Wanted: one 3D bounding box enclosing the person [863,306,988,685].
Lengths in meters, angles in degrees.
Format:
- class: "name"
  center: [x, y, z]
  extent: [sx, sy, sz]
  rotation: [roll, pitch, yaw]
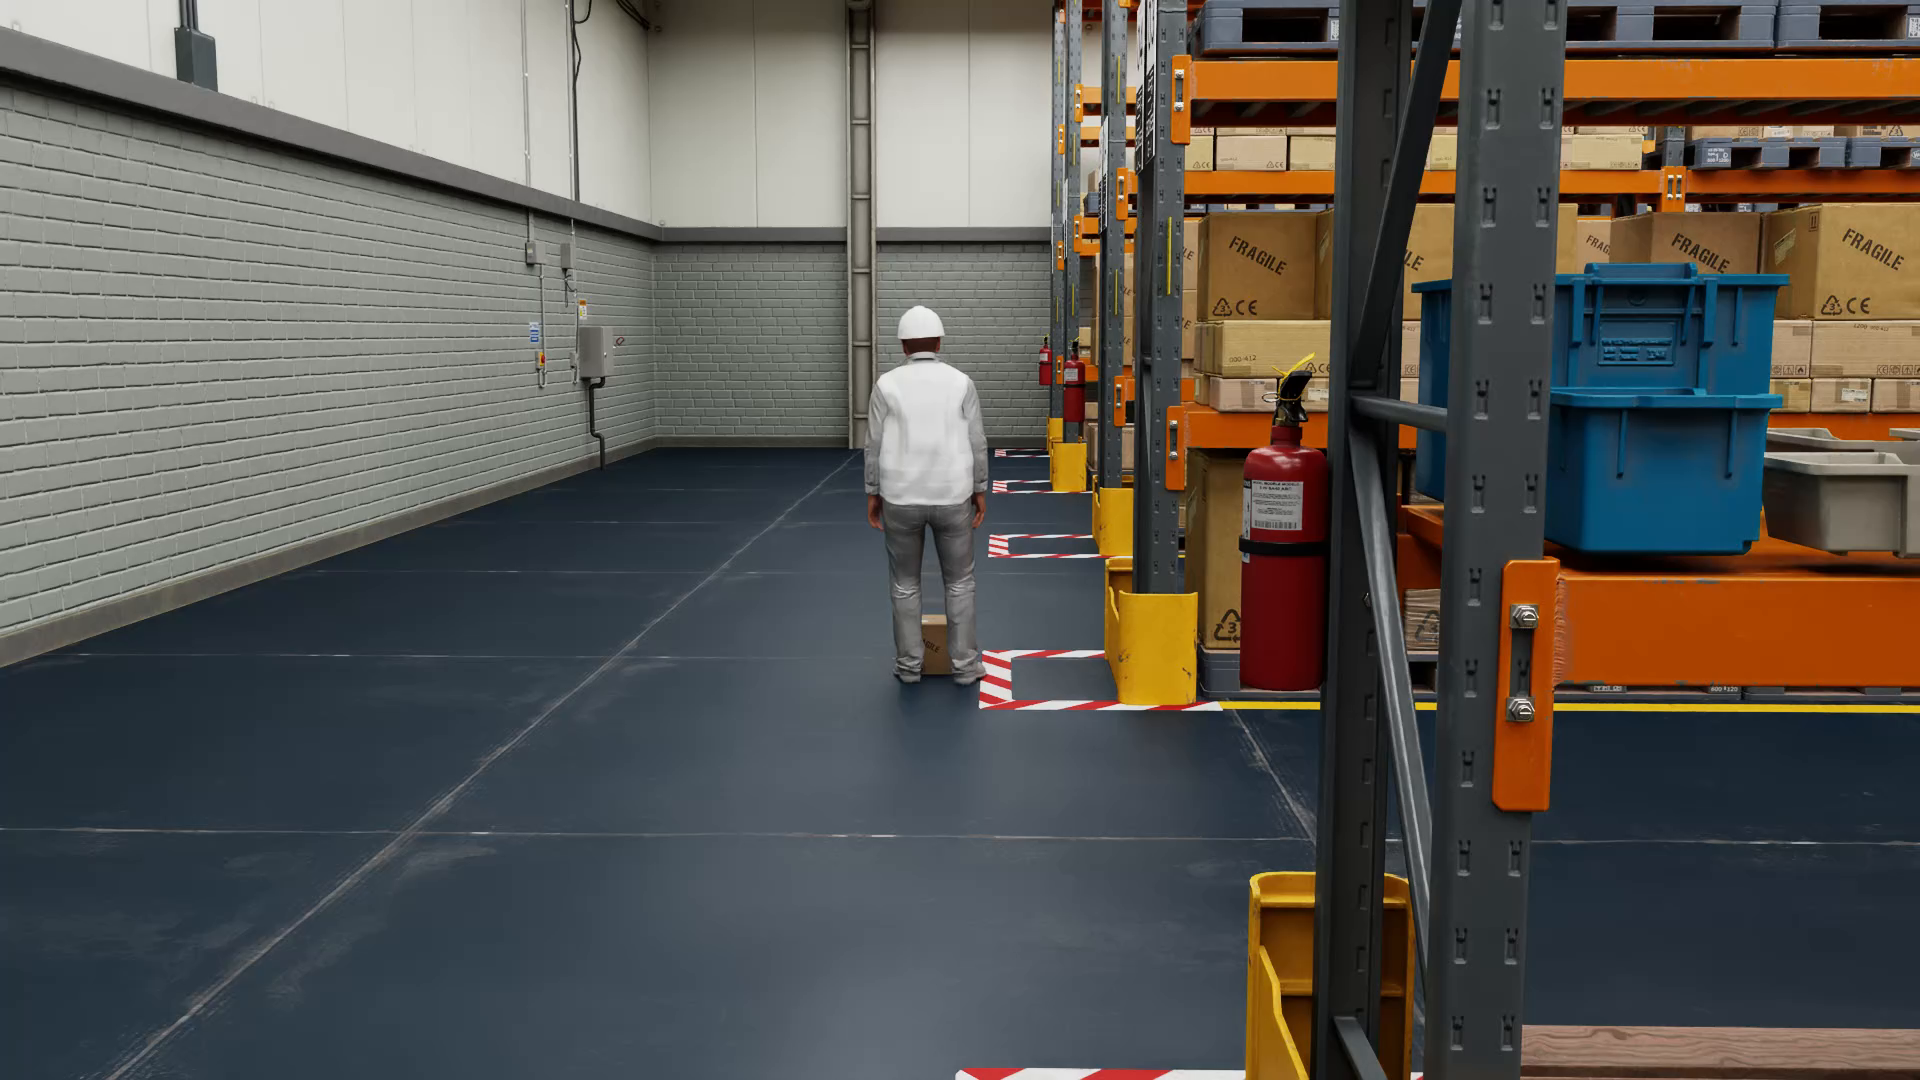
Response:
- class: "person"
  center: [-0.158, -0.208, 7.817]
  extent: [0.586, 1.770, 0.476]
  rotation: [0, 7, -2]
